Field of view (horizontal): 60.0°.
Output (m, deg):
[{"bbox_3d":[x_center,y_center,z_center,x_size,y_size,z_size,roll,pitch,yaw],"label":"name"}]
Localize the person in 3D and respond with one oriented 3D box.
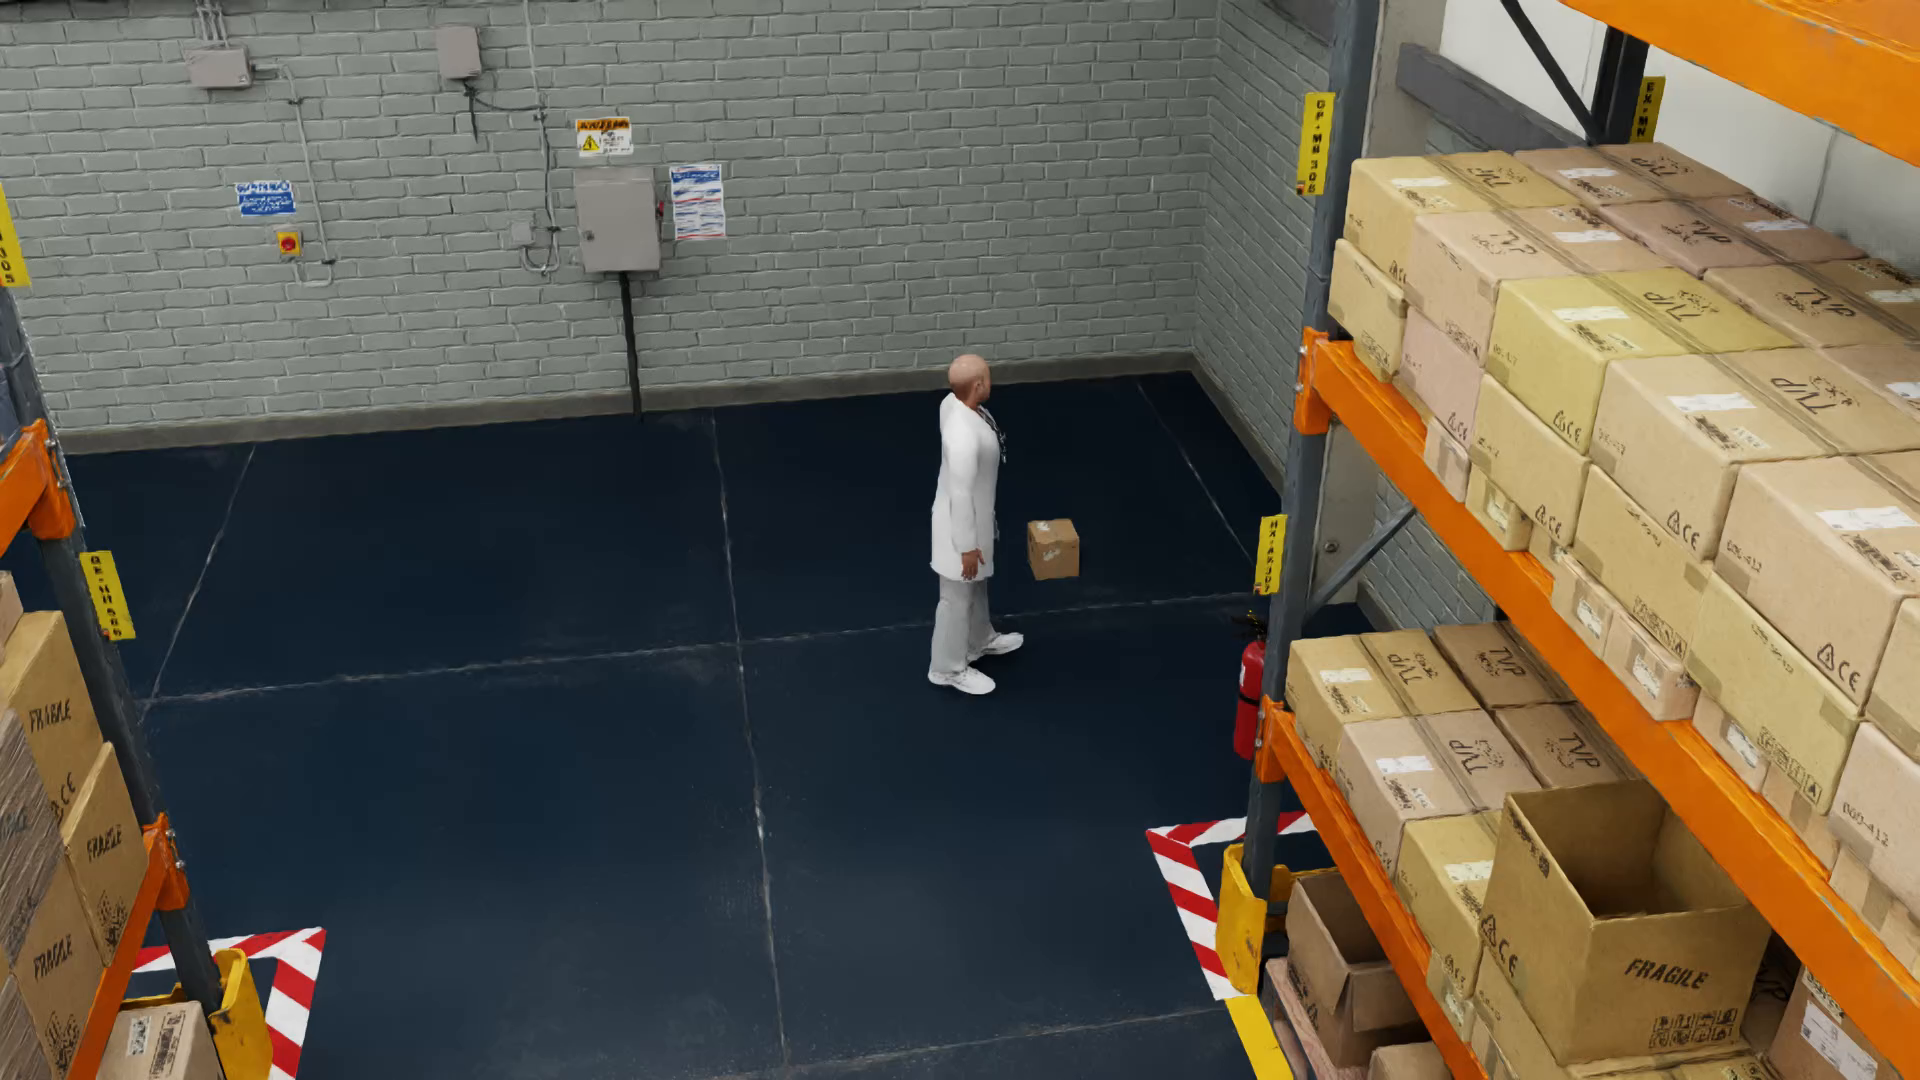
[{"bbox_3d":[0.087,-0.087,8.259,0.509,1.782,0.647,0,30,-1],"label":"person"}]
